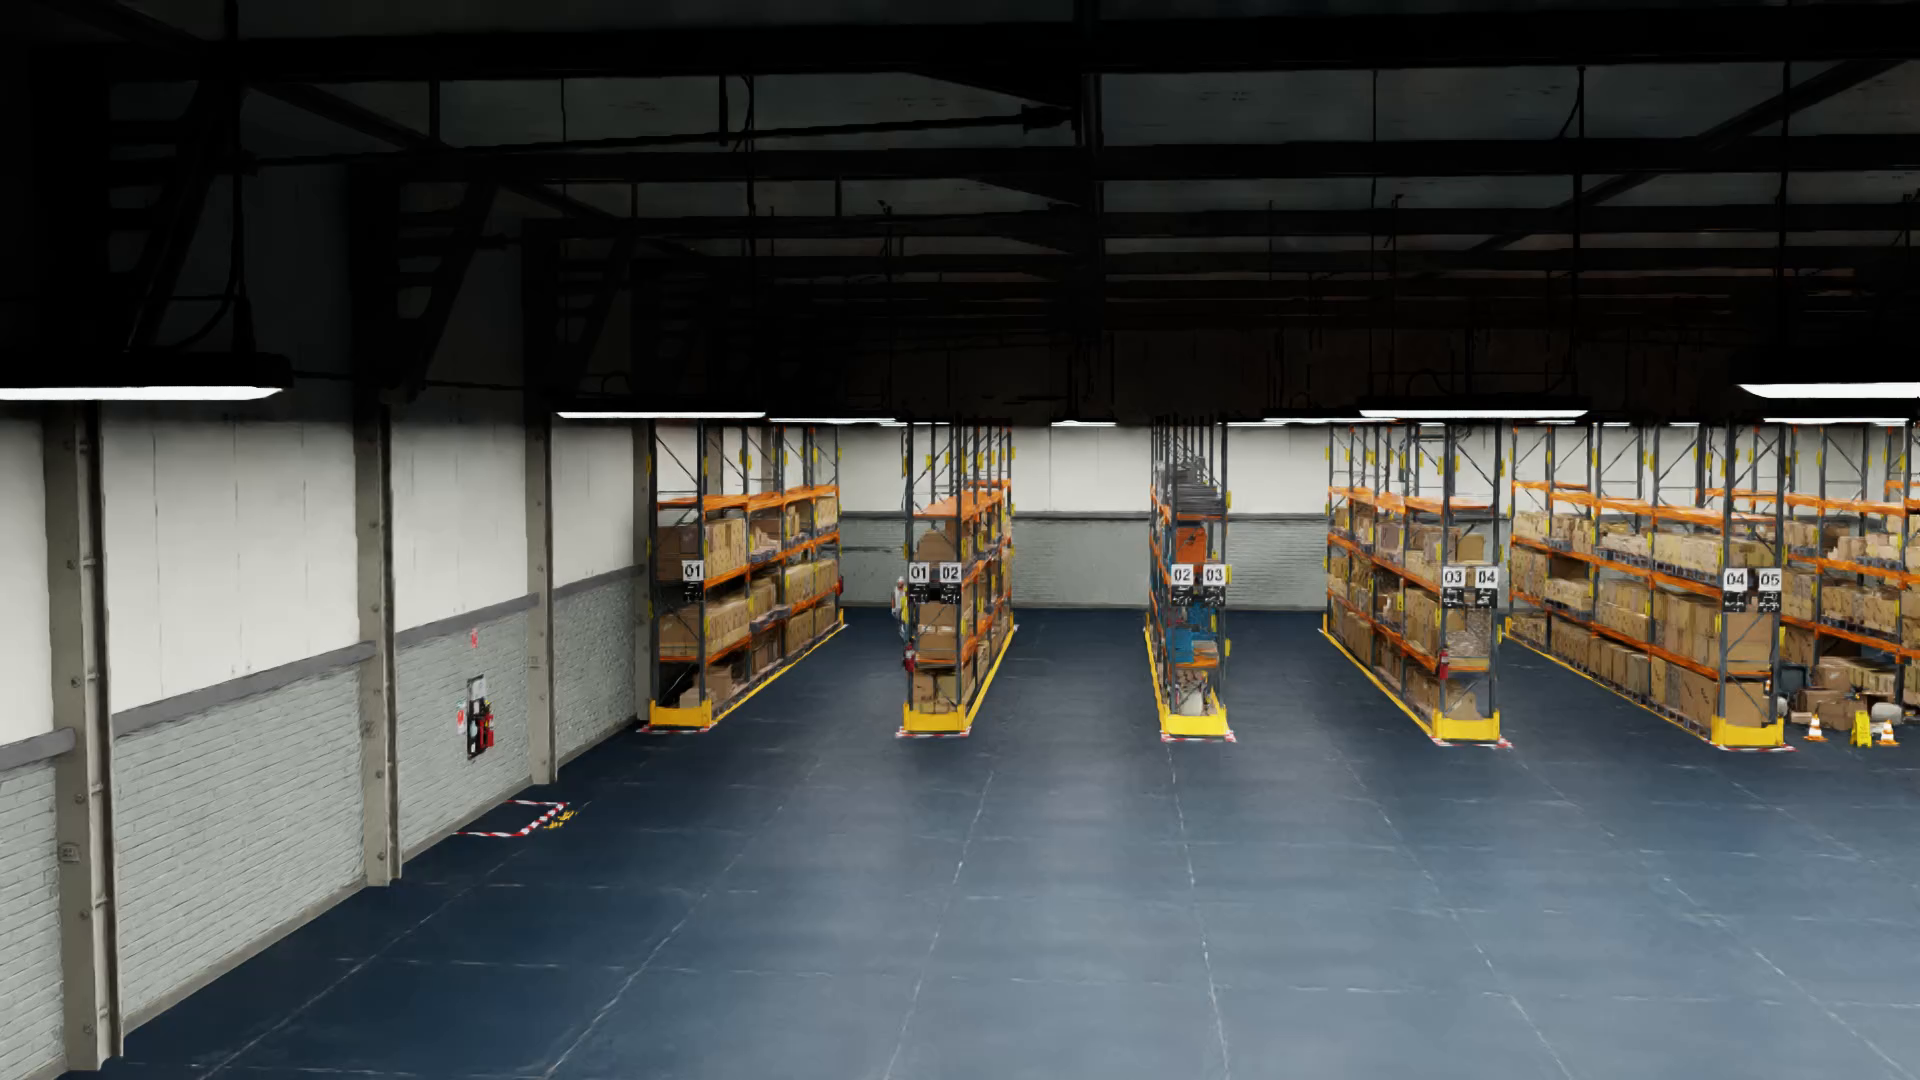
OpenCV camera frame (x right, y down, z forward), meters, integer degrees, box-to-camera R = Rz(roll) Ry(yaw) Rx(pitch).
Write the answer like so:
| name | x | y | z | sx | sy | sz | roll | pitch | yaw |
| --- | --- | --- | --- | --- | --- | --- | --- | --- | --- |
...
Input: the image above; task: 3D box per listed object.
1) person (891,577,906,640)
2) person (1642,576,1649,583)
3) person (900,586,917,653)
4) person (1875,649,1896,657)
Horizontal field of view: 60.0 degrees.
| name | x | y | z | sx | sy | sz | roll | pitch | yaw |
| --- | --- | --- | --- | --- | --- | --- | --- | --- | --- |
| person | -1.585 | 1.834 | 44.913 | 0.553 | 1.706 | 1.123 | 0 | 4 | 7 |
| person | 19.075 | 1.789 | 46.196 | 0.606 | 1.643 | 0.590 | -1 | 4 | -16 |
| person | -1.253 | 2.015 | 41.714 | 0.446 | 1.766 | 0.628 | -2 | 4 | -26 |
| person | 23.256 | 2.029 | 41.594 | 0.597 | 1.763 | 0.690 | 2 | 4 | 24 |
